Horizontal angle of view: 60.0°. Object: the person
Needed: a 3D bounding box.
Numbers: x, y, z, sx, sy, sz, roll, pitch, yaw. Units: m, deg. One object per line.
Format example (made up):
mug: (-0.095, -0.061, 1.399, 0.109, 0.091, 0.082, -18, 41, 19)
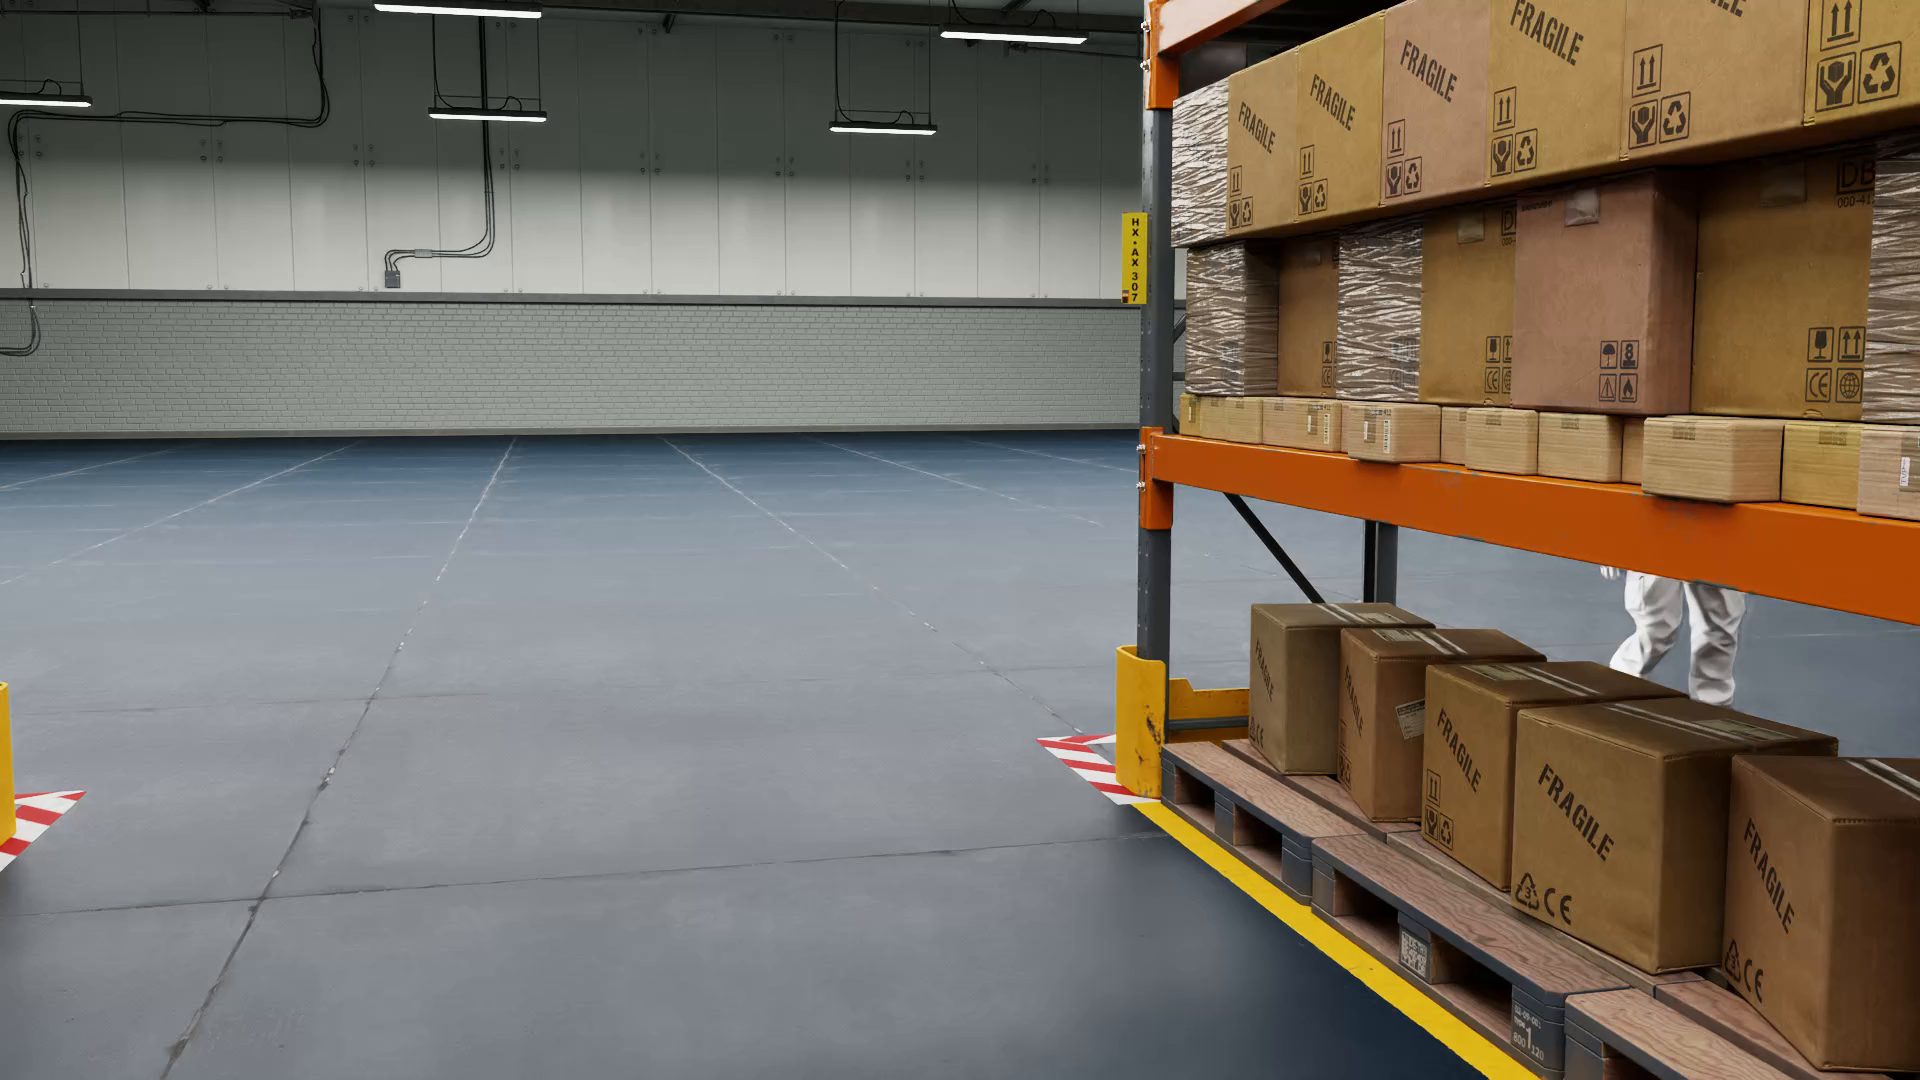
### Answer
person: (2.737, -0.014, 6.269, 0.648, 1.782, 0.558, -1, 6, -7)
